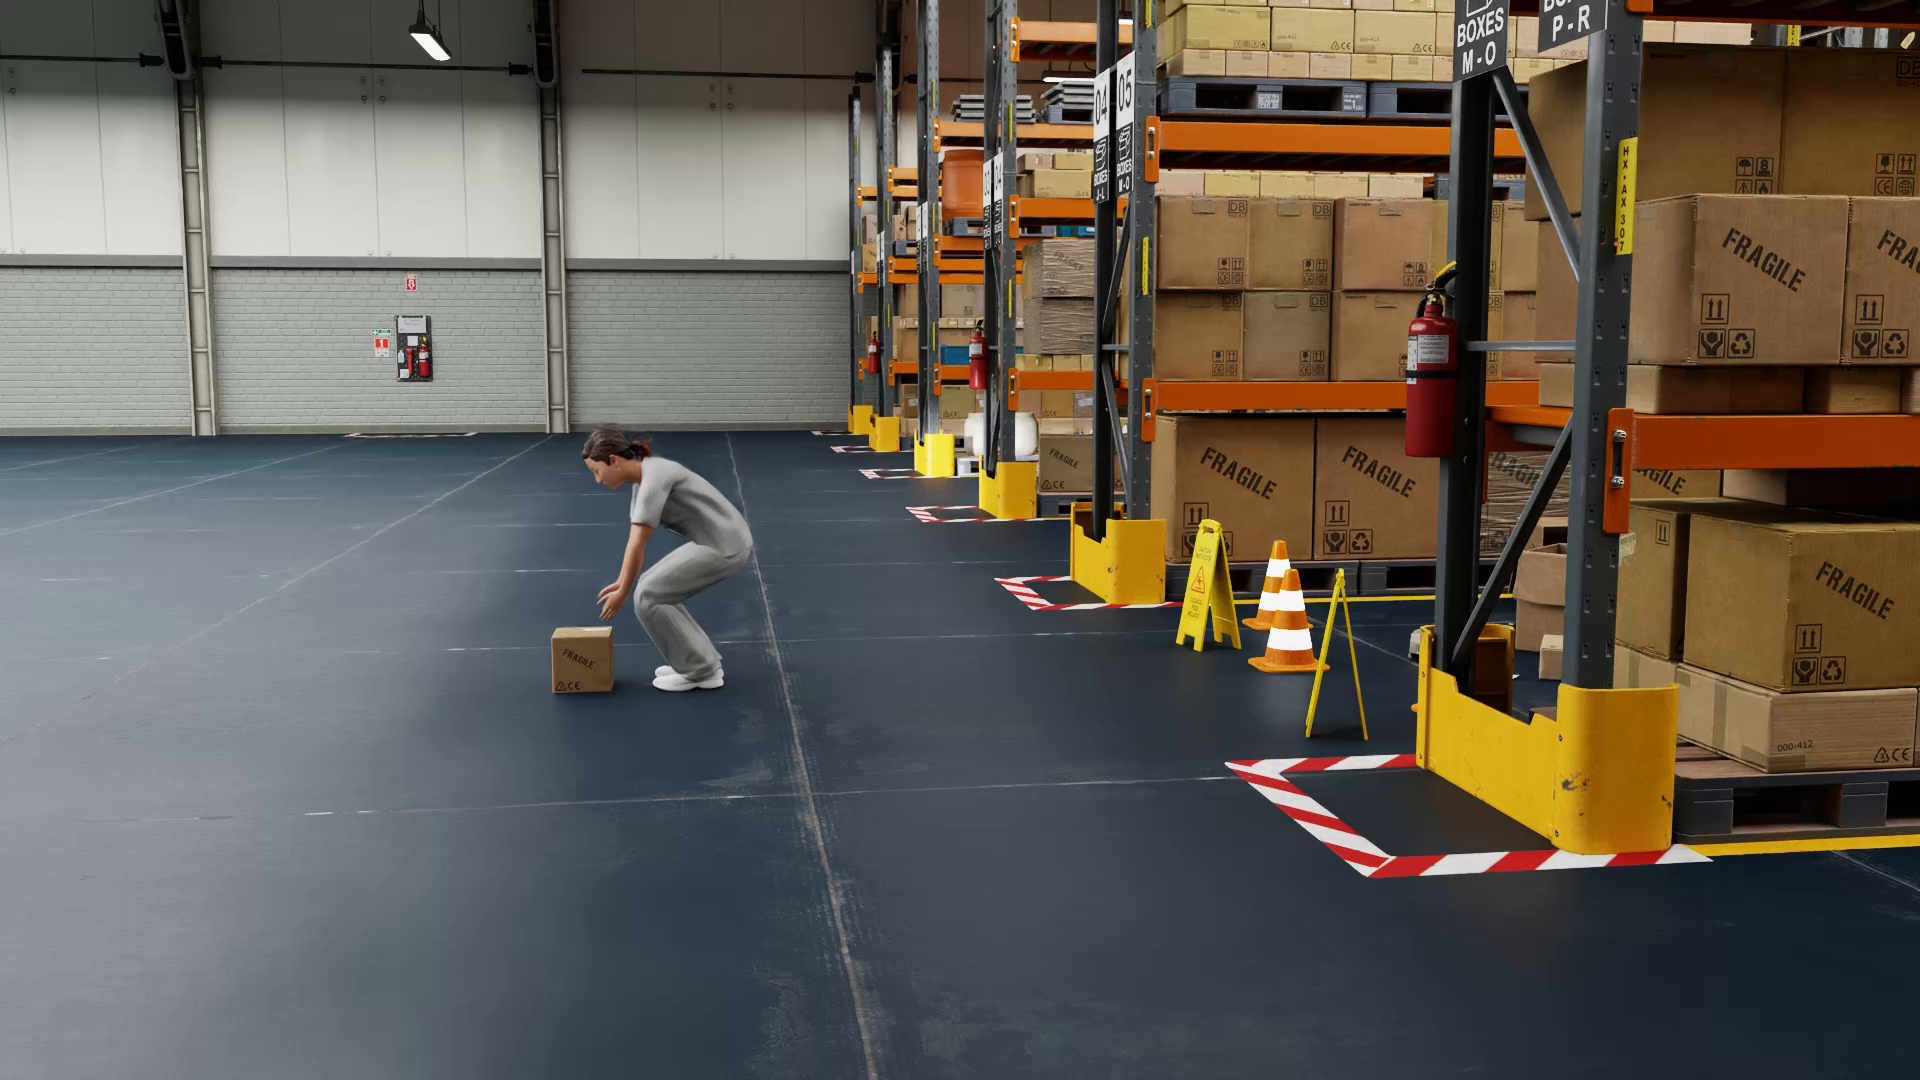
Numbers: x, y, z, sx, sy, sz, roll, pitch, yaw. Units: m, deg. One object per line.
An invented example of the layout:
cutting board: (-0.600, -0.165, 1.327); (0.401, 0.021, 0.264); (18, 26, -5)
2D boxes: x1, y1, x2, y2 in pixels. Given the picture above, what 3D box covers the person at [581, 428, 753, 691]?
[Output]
person: (-1.288, 0.081, 7.377); (0.740, 1.159, 0.494); (-1, 7, -9)
